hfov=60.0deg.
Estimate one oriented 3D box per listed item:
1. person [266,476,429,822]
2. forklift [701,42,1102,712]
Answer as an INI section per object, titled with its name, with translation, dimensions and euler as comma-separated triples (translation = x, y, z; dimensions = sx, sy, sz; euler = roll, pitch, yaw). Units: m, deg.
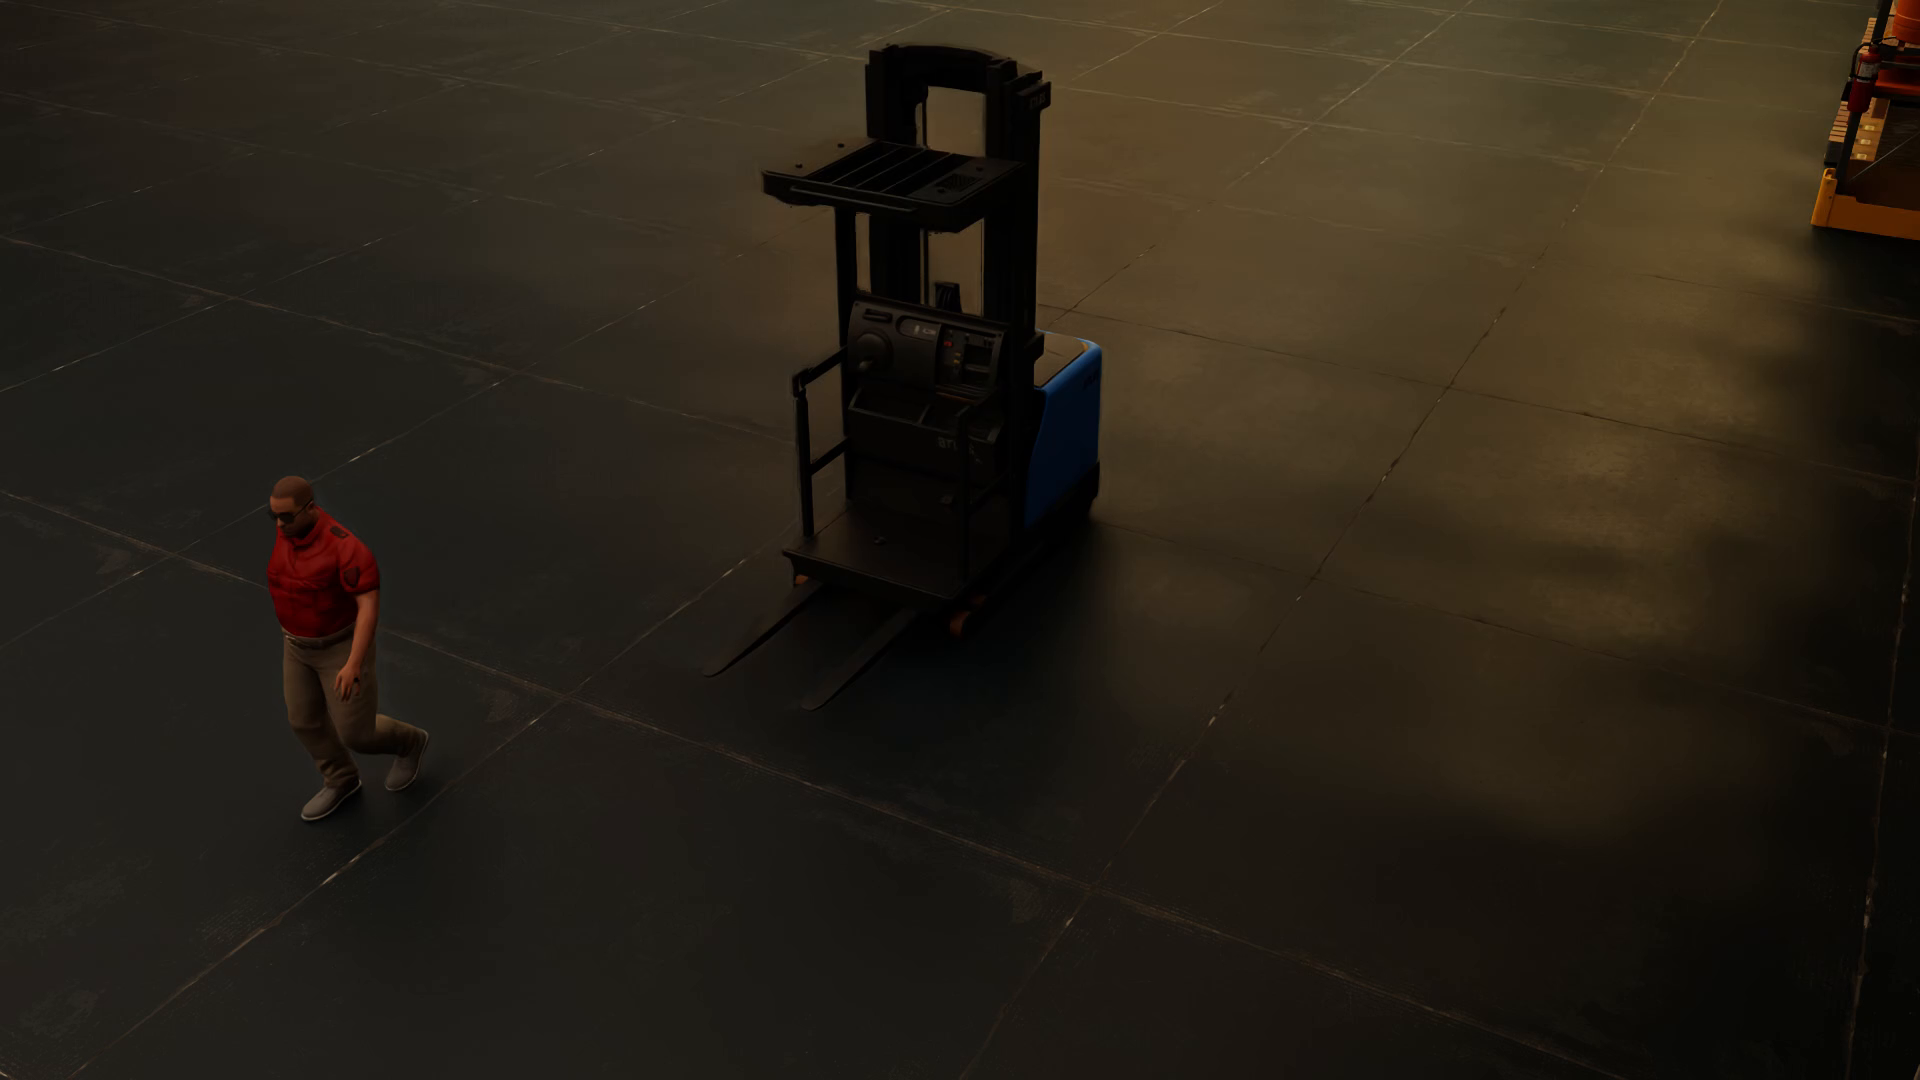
[person]
translation = -2.825, 0.468, 7.488
dimensions = 0.792, 1.710, 0.595
euler = 14, 33, 22
[forklift]
translation = -0.290, -0.985, 8.777
dimensions = 1.130, 2.935, 3.031
euler = 15, 33, 25
